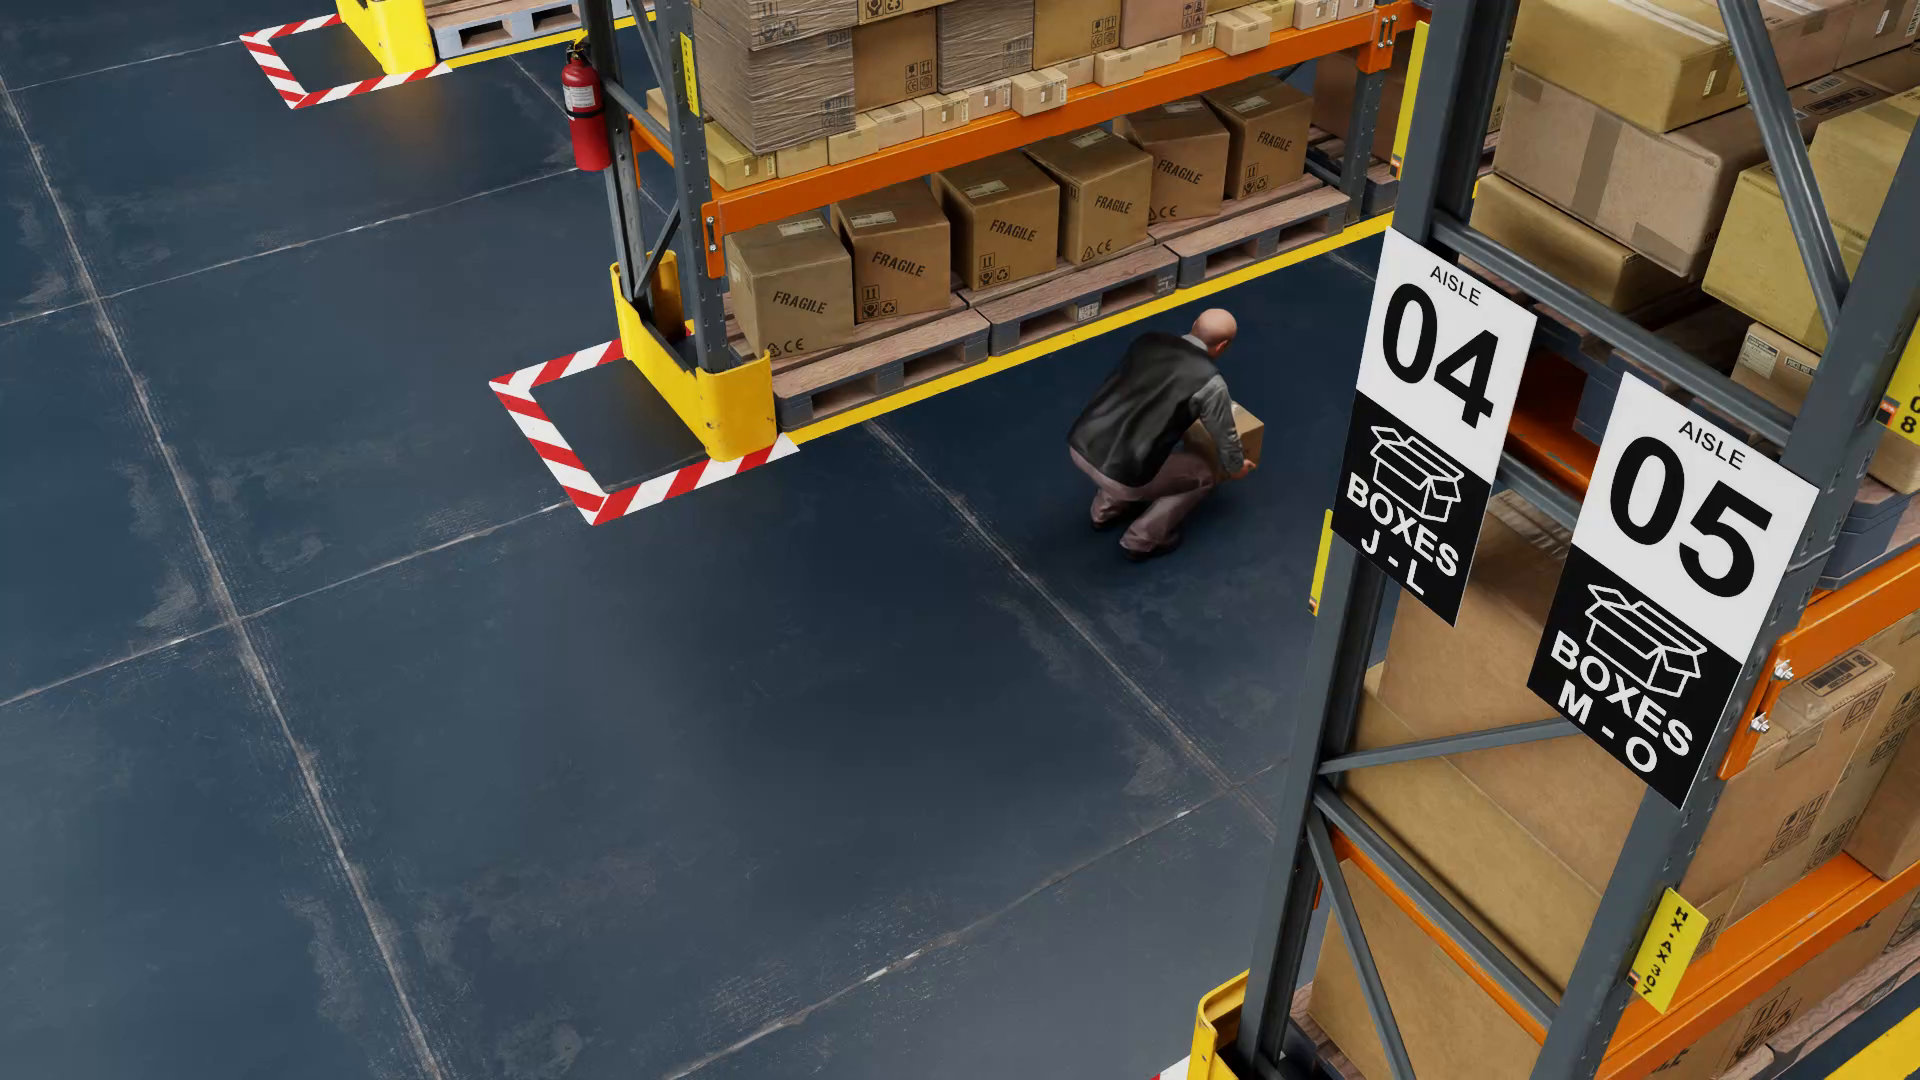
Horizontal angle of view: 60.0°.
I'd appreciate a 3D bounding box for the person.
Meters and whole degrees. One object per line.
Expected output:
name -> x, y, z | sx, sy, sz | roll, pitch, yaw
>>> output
person -> 0.865, -0.464, 7.281 | 0.863, 0.998, 0.548 | -23, 45, -24
